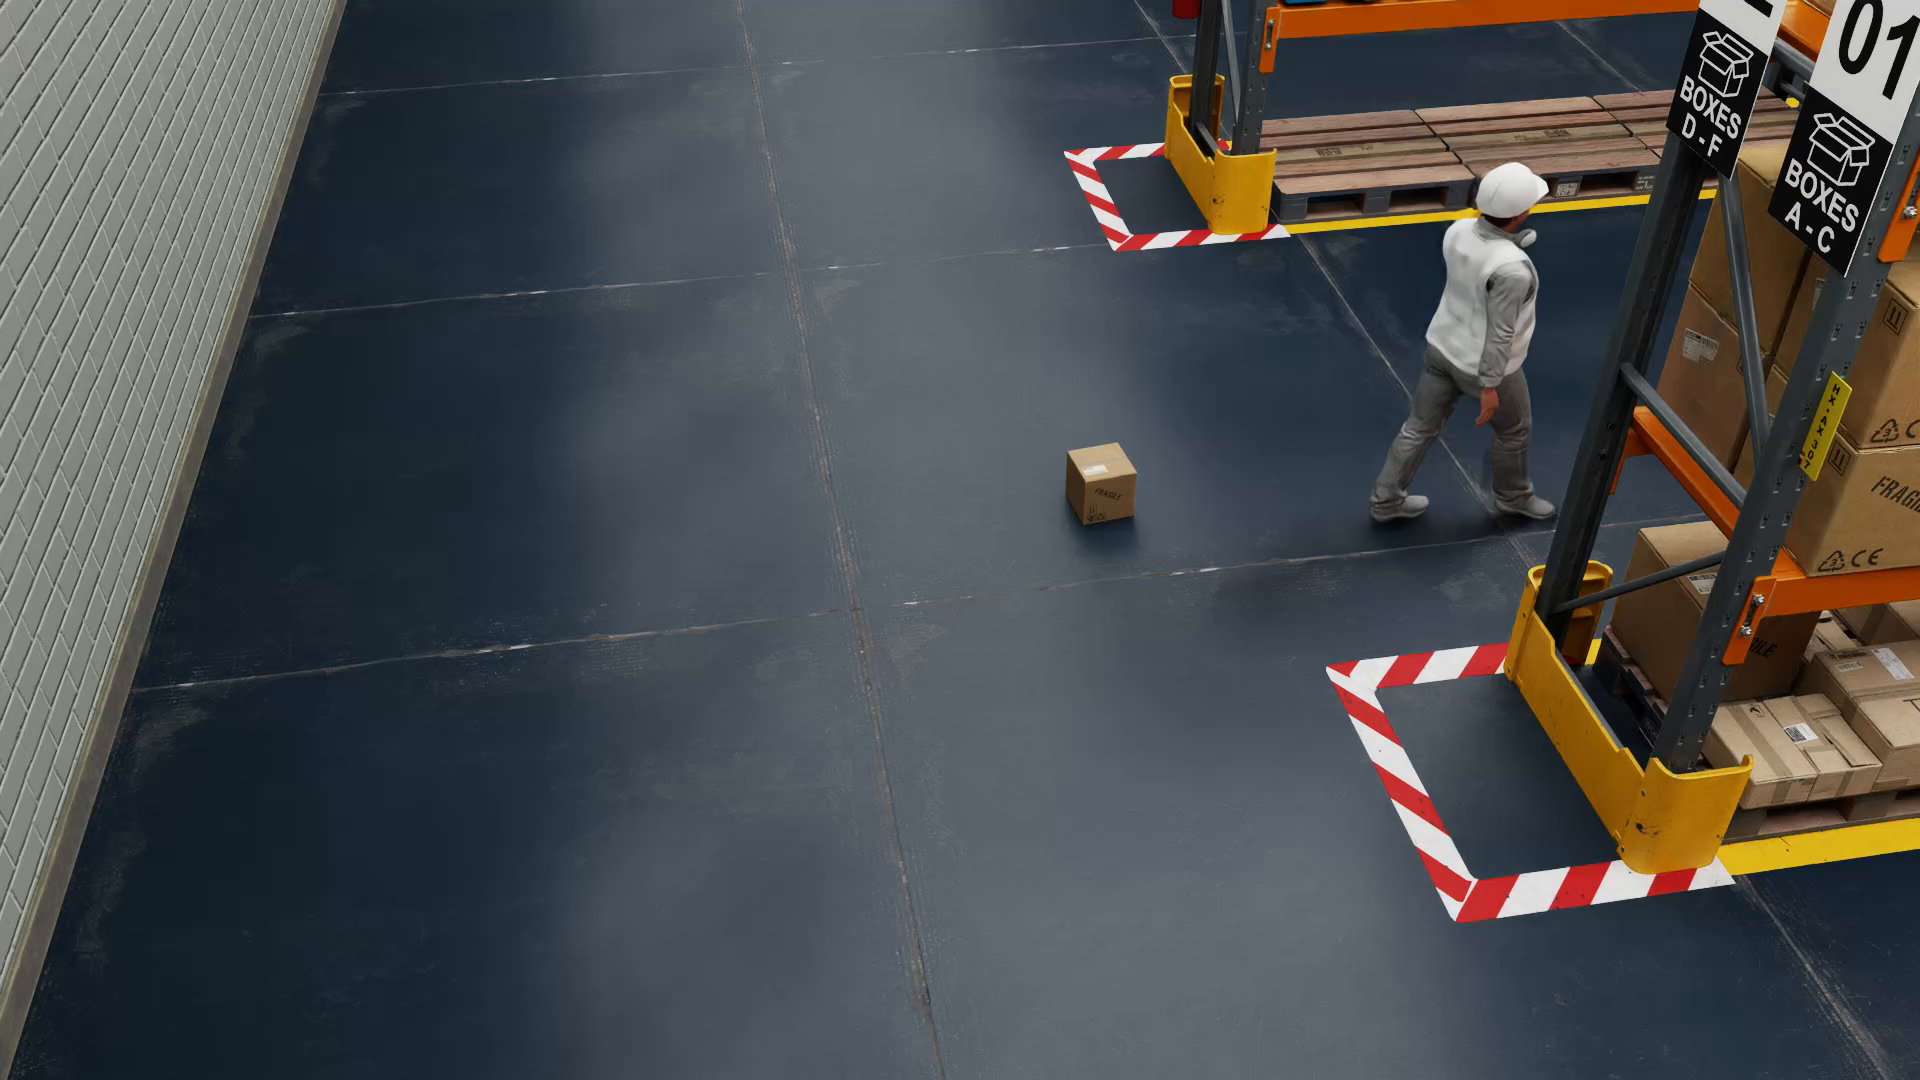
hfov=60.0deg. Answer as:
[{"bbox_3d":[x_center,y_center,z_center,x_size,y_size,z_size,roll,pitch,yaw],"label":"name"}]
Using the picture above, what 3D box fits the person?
[{"bbox_3d":[2.280,-0.821,7.165,0.865,1.774,0.580,-16,41,-19],"label":"person"}]
